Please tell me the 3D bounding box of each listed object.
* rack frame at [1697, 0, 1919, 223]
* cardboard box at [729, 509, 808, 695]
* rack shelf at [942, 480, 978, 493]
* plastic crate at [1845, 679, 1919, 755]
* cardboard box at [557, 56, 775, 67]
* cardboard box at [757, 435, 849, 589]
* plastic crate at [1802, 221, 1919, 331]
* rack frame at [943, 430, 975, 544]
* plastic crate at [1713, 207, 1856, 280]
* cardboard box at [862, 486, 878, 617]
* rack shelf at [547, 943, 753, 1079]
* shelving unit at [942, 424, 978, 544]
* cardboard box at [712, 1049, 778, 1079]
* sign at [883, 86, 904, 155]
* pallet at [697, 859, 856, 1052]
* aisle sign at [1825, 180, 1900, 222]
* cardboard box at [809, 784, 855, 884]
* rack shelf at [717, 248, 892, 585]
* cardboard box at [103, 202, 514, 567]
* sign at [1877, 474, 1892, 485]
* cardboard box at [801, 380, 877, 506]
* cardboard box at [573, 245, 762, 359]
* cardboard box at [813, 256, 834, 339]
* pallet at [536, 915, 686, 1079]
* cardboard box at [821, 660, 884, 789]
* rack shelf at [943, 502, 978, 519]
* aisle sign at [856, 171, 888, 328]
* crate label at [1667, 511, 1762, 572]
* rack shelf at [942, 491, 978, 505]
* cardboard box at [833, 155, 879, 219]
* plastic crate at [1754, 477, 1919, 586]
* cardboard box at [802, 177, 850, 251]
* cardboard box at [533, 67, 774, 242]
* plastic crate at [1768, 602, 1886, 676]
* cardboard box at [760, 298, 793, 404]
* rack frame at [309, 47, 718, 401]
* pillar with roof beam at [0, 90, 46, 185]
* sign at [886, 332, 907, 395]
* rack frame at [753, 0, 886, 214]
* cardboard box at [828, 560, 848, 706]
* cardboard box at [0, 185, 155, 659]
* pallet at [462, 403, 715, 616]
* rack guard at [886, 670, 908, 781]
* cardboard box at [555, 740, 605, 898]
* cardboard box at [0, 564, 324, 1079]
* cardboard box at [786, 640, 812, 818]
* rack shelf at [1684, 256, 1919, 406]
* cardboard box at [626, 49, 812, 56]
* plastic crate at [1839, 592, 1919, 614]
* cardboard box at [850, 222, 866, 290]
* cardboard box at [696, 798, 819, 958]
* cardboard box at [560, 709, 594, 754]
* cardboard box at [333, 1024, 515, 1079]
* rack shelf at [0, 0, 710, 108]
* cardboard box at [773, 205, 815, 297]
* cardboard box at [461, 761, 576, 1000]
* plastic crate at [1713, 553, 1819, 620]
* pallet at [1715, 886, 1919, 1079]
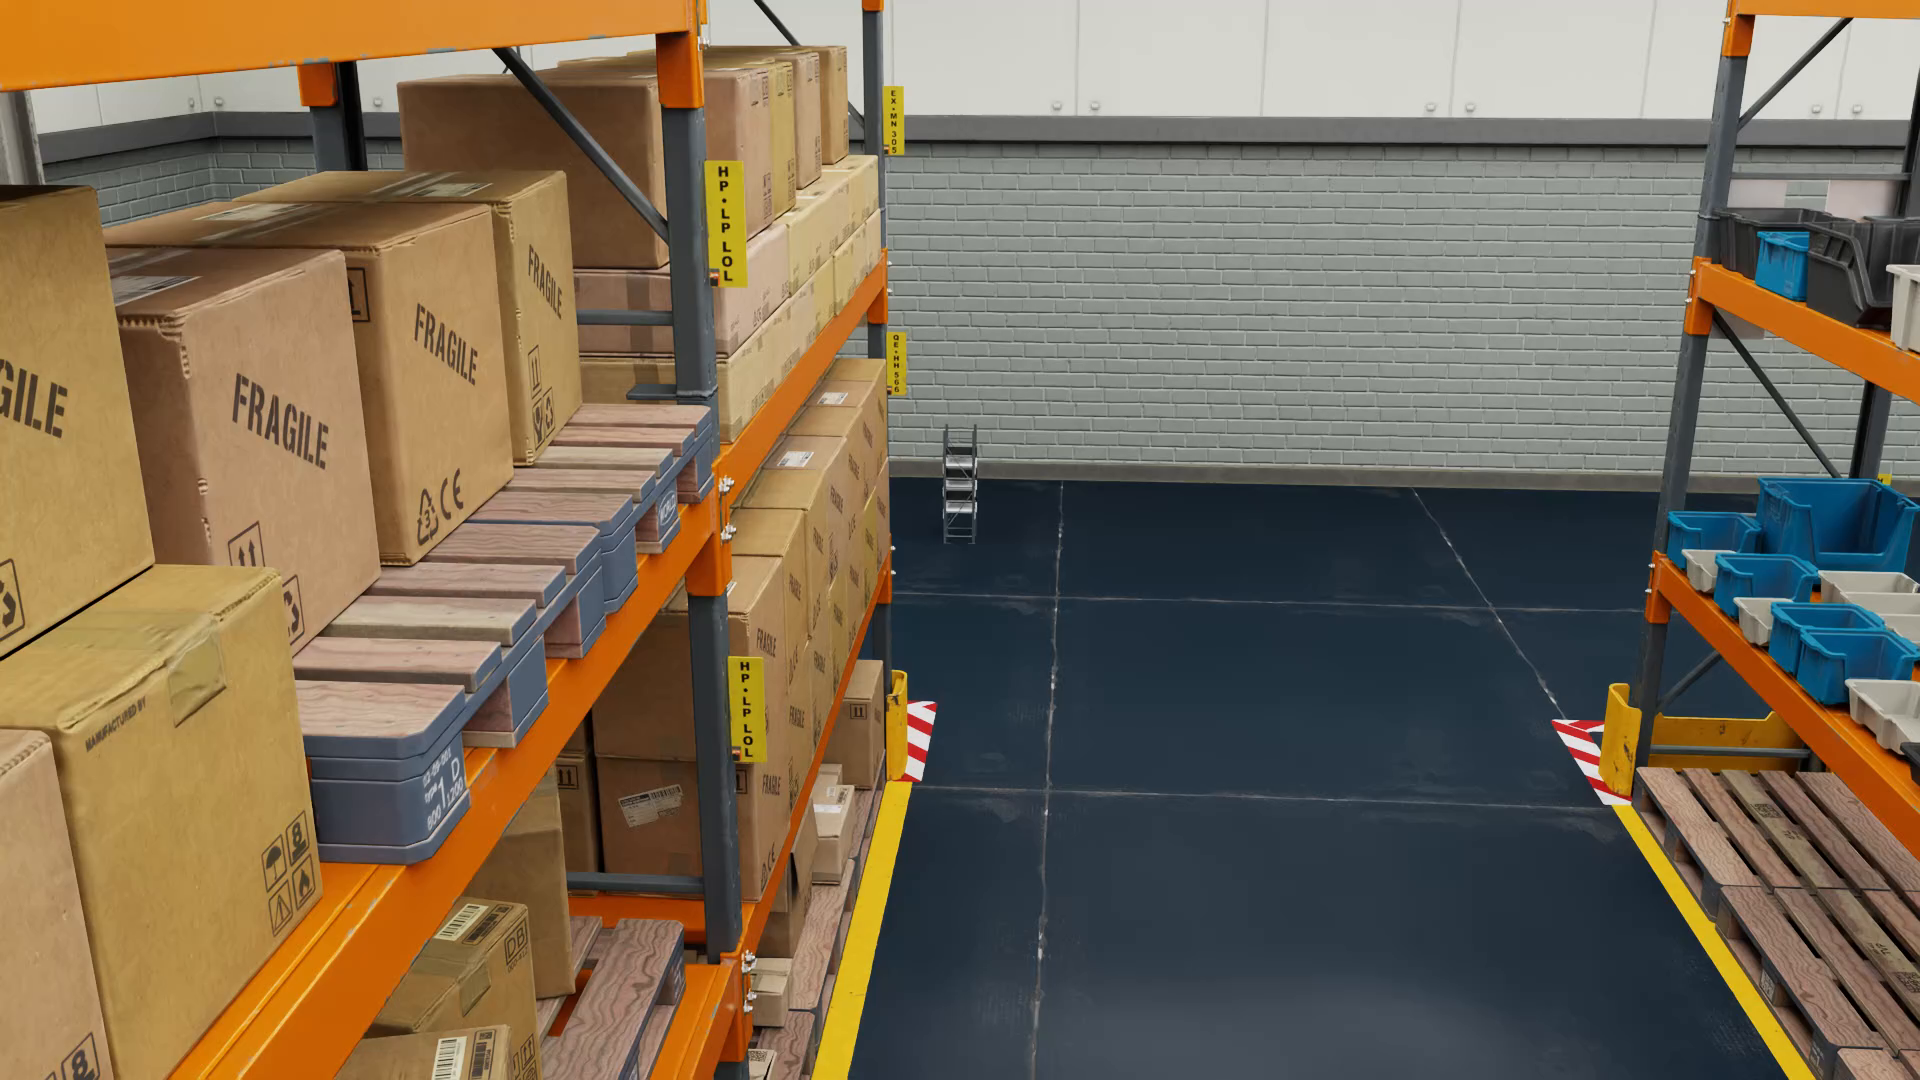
[{"bbox_3d":[4.065,-2.956,7.492,1.000,3.000,0.127,1,18,4],"label":"rack frame"},{"bbox_3d":[-0.811,0.203,5.721,0.500,0.500,0.500,1,18,2],"label":"cardboard box"},{"bbox_3d":[0.001,-0.398,12.801,0.258,0.077,0.200,1,18,4],"label":"rack shelf"},{"bbox_3d":[3.603,0.687,6.337,0.293,0.136,0.466,1,18,4],"label":"plastic crate"},{"bbox_3d":[-1.074,-1.540,6.223,0.700,0.500,0.500,1,18,4],"label":"cardboard box"},{"bbox_3d":[-0.738,-0.117,6.697,0.500,0.500,0.500,2,18,6],"label":"cardboard box"},{"bbox_3d":[3.681,-1.032,6.539,0.504,0.338,0.767,1,18,4],"label":"plastic crate"},{"bbox_3d":[-0.007,-0.399,12.694,0.240,0.900,0.006,1,18,4],"label":"rack frame"},{"bbox_3d":[3.759,-1.355,7.633,0.497,0.269,0.590,1,18,4],"label":"plastic crate"},{"bbox_3d":[-0.670,0.042,7.816,0.500,0.500,0.500,1,18,4],"label":"cardboard box"},{"bbox_3d":[-1.306,1.989,3.192,1.077,0.370,4.000,1,18,4],"label":"rack shelf"},{"bbox_3d":[0.001,-0.430,12.791,0.258,0.900,0.210,1,18,4],"label":"shelving unit"},{"bbox_3d":[-0.916,1.969,5.709,0.500,0.311,0.500,1,18,4],"label":"cardboard box"},{"bbox_3d":[-0.323,-2.044,8.105,0.100,0.325,0.005,1,18,4],"label":"sign"},{"bbox_3d":[-1.027,1.758,7.220,1.003,0.211,1.213,1,18,4],"label":"pallet"},{"bbox_3d":[4.362,-1.356,8.069,0.394,0.787,0.004,1,18,4],"label":"aisle sign"},{"bbox_3d":[-0.767,1.350,7.696,0.500,0.250,0.500,1,18,4],"label":"cardboard box"},{"bbox_3d":[-1.019,-0.679,6.516,1.077,0.370,4.000,1,18,4],"label":"rack shelf"},{"bbox_3d":[-1.297,-0.331,3.304,0.600,0.600,0.600,1,18,3],"label":"cardboard box"},{"bbox_3d":[4.615,-0.175,8.378,0.100,0.325,0.005,1,18,4],"label":"sign"},{"bbox_3d":[-0.668,-0.438,7.676,0.500,0.500,0.500,2,18,5],"label":"cardboard box"},{"bbox_3d":[-0.880,-0.711,4.898,0.500,0.250,0.500,1,18,4],"label":"cardboard box"},{"bbox_3d":[-0.771,-0.940,6.397,0.500,0.250,0.500,1,18,4],"label":"cardboard box"},{"bbox_3d":[-1.328,1.363,4.255,1.003,0.211,1.213,1,18,4],"label":"pallet"},{"bbox_3d":[-0.669,0.937,8.555,0.500,0.500,0.500,1,18,4],"label":"cardboard box"},{"bbox_3d":[0.001,-0.227,12.857,0.258,0.077,0.200,1,18,4],"label":"rack shelf"},{"bbox_3d":[-0.565,-1.466,8.406,0.394,0.787,0.004,1,18,4],"label":"aisle sign"},{"bbox_3d":[3.719,0.016,8.231,0.416,0.233,0.303,1,18,4],"label":"crate label"},{"bbox_3d":[0.001,-0.313,12.829,0.258,0.077,0.200,1,18,4],"label":"rack shelf"},{"bbox_3d":[-0.658,-1.643,7.741,0.500,0.250,0.500,1,18,4],"label":"cardboard box"},{"bbox_3d":[4.227,-0.042,8.081,0.616,0.435,0.499,1,18,4],"label":"plastic crate"},{"bbox_3d":[-0.733,-1.333,6.793,0.500,0.250,0.500,1,18,4],"label":"cardboard box"},{"bbox_3d":[-0.988,-1.226,5.265,0.700,0.500,0.500,1,18,4],"label":"cardboard box"},{"bbox_3d":[3.624,0.424,6.983,0.416,0.233,0.300,1,18,4],"label":"plastic crate"},{"bbox_3d":[-0.841,-0.629,5.449,0.500,0.250,0.500,1,18,4],"label":"cardboard box"},{"bbox_3d":[-1.162,-1.825,4.041,1.000,3.000,0.127,1,18,4],"label":"rack frame"},{"bbox_3d":[-2.192,-3.939,10.491,9.100,9.000,0.400,1,18,4],"label":"pillar with roof beam"},{"bbox_3d":[-0.323,-0.898,8.480,0.100,0.325,0.005,1,18,4],"label":"sign"},{"bbox_3d":[-0.875,-3.067,7.832,1.000,3.000,0.127,1,18,4],"label":"rack frame"},{"bbox_3d":[-0.747,0.354,6.866,0.500,0.500,0.500,1,18,3],"label":"cardboard box"},{"bbox_3d":[-1.338,-0.132,1.925,0.500,0.500,0.500,1,18,4],"label":"cardboard box"},{"bbox_3d":[-1.279,-0.109,3.924,1.213,0.211,1.003,1,18,4],"label":"pallet"},{"bbox_3d":[-0.881,0.995,9.084,1.175,0.500,0.348,1,18,4],"label":"rack guard"},{"bbox_3d":[-1.382,0.817,5.451,0.500,0.500,0.500,2,18,5],"label":"cardboard box"},{"bbox_3d":[-1.377,0.339,2.093,0.910,0.500,0.500,1,18,4],"label":"cardboard box"},{"bbox_3d":[-0.820,0.667,5.910,0.500,0.500,0.500,2,18,5],"label":"cardboard box"},{"bbox_3d":[3.922,-0.567,6.175,1.077,0.370,4.000,1,18,4],"label":"rack shelf"},{"bbox_3d":[-1.016,-1.851,7.172,0.700,0.500,0.500,1,18,4],"label":"cardboard box"},{"bbox_3d":[4.152,0.339,7.398,0.396,0.136,0.243,1,18,4],"label":"plastic crate"},{"bbox_3d":[-0.696,-1.250,7.345,0.500,0.250,0.500,1,18,4],"label":"cardboard box"},{"bbox_3d":[-1.033,1.419,7.077,0.797,0.503,0.637,1,18,4],"label":"cardboard box"},{"bbox_3d":[-1.384,0.340,5.301,0.500,0.500,0.500,1,18,4],"label":"cardboard box"},{"bbox_3d":[-1.227,1.329,3.216,0.700,0.500,0.500,-3,18,-10],"label":"cardboard box"},{"bbox_3d":[-1.306,-0.672,2.320,1.077,0.370,4.000,1,18,4],"label":"rack shelf"},{"bbox_3d":[-0.798,-1.022,5.845,0.500,0.250,0.500,1,18,4],"label":"cardboard box"},{"bbox_3d":[-1.419,0.921,4.461,0.700,0.500,0.500,-5,19,-15],"label":"cardboard box"},{"bbox_3d":[3.672,0.220,7.607,0.416,0.233,0.300,1,18,4],"label":"plastic crate"},{"bbox_3d":[3.877,1.853,6.928,1.003,0.211,1.213,1,18,4],"label":"pallet"}]
